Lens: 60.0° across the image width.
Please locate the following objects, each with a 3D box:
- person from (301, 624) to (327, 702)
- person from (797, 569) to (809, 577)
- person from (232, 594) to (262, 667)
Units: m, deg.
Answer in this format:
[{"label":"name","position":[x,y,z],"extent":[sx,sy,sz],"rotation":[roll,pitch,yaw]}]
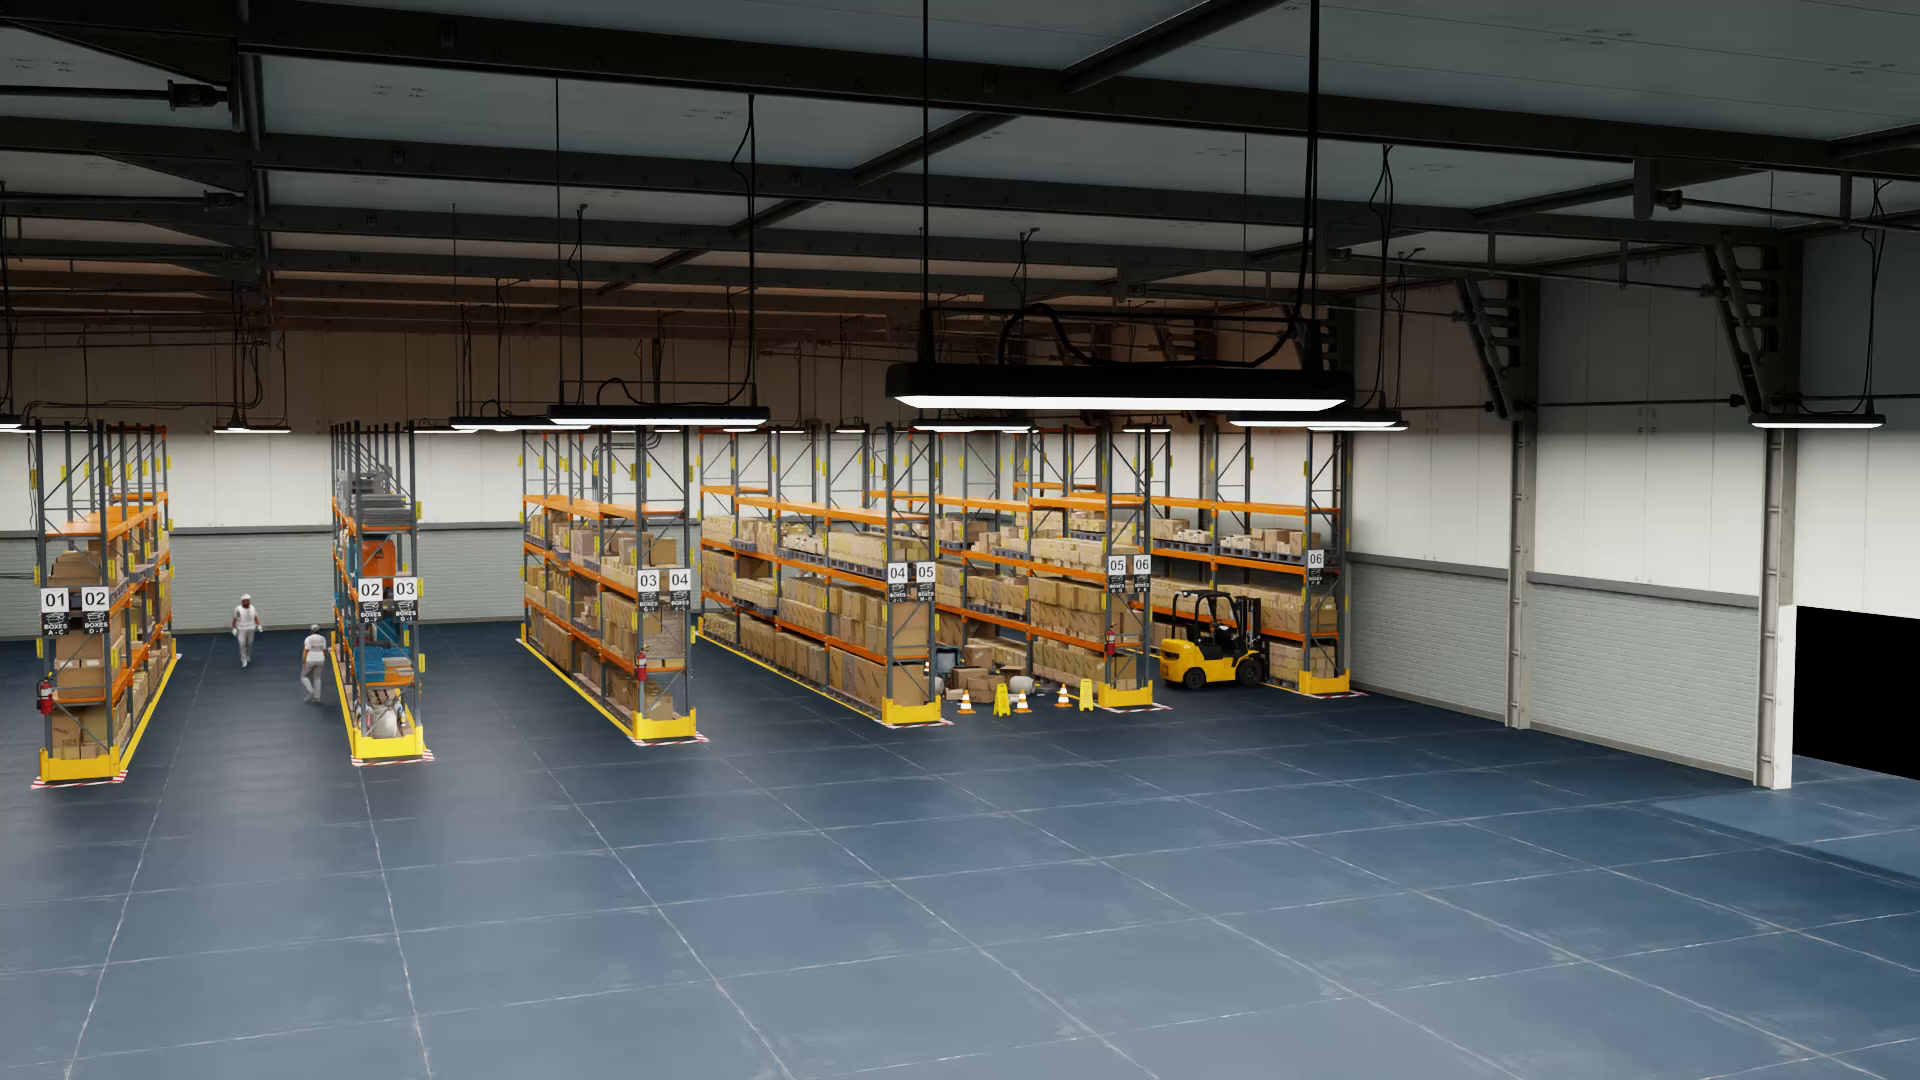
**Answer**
[{"label":"person","position":[-13.909,2.649,35.822],"extent":[0.517,1.663,0.430],"rotation":[-3,5,-42]},{"label":"person","position":[-4.878,1.657,51.281],"extent":[0.550,1.723,1.013],"rotation":[3,5,39]},{"label":"person","position":[-17.801,2.233,41.542],"extent":[0.650,1.738,0.982],"rotation":[-2,4,-35]}]
